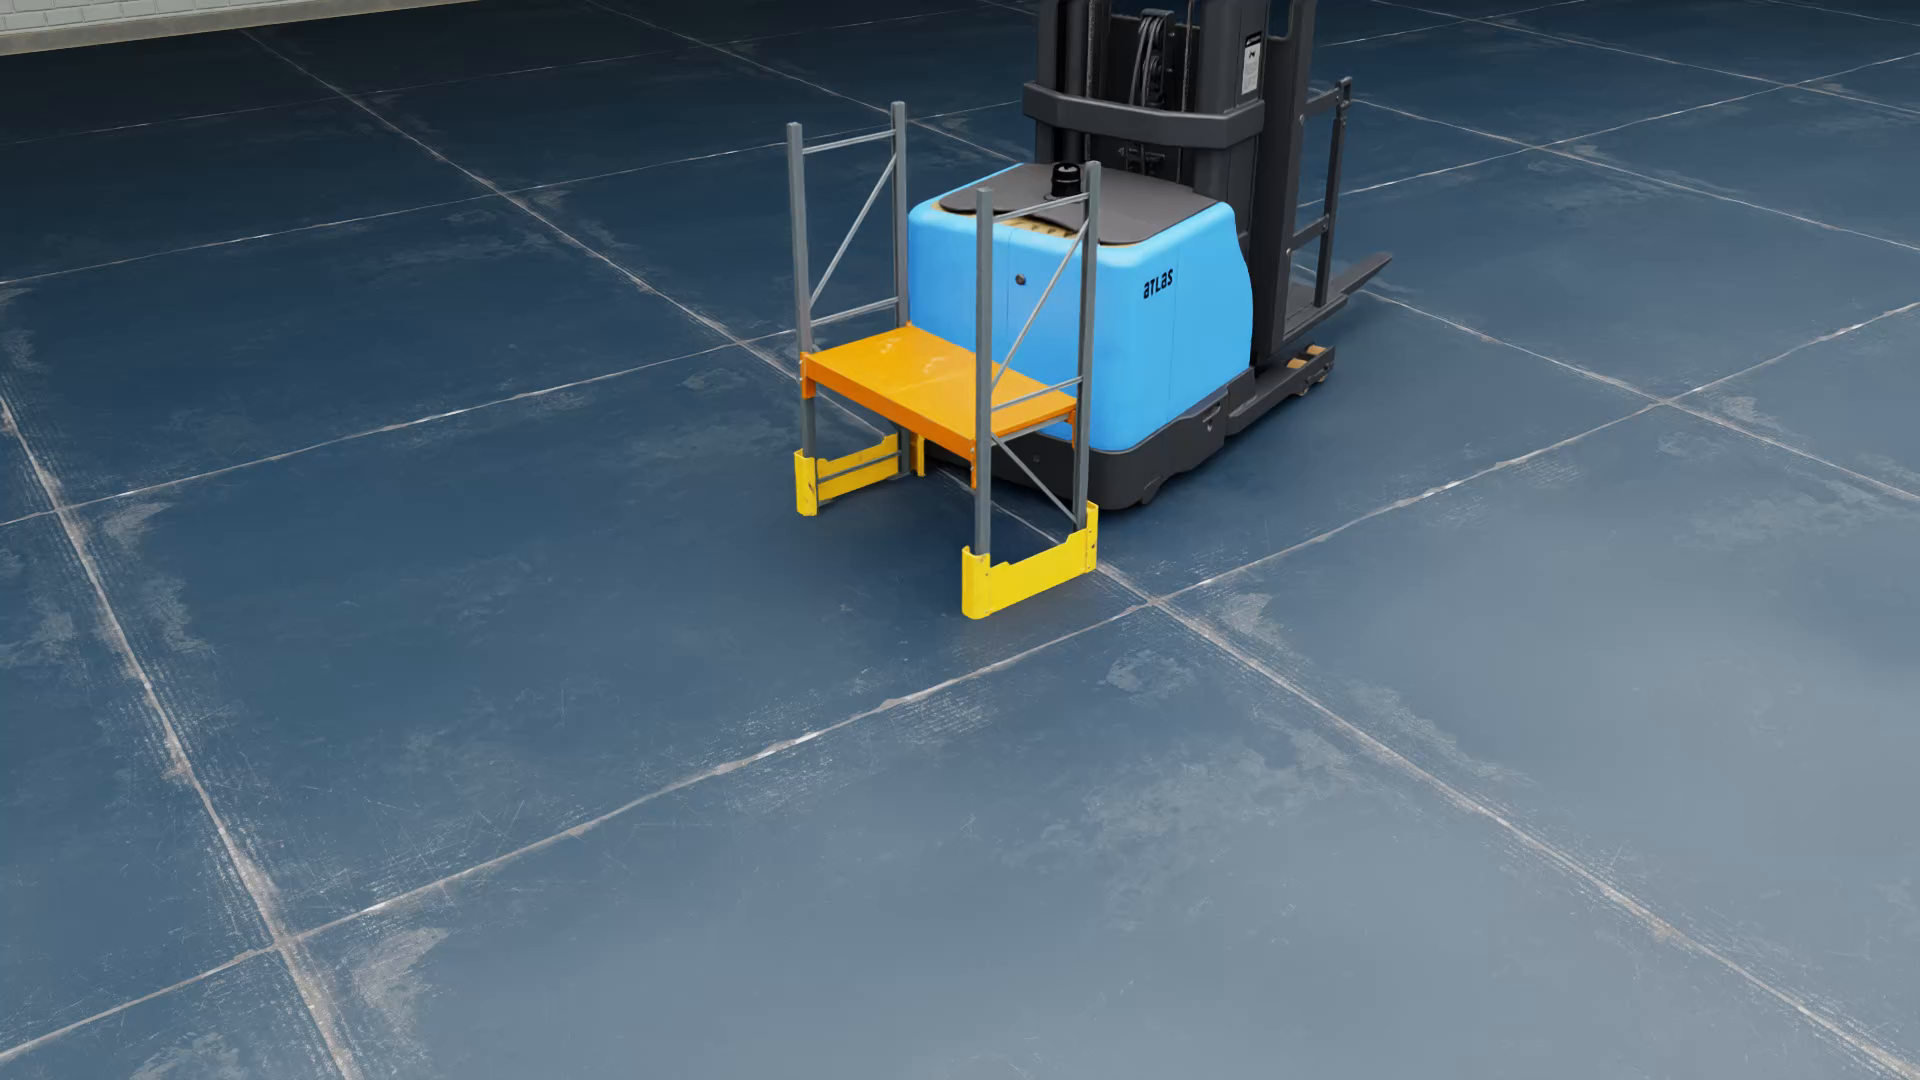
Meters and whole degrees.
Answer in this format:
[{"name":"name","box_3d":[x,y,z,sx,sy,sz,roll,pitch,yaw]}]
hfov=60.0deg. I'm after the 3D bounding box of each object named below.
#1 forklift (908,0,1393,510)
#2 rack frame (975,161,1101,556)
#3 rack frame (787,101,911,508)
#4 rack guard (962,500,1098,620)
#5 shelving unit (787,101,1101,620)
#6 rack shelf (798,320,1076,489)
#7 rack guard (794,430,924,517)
[{"name":"forklift","box_3d":[1.051,-2.052,6.957,1.130,2.935,3.031,19,34,31]},{"name":"rack frame","box_3d":[0.251,-0.482,5.567,0.500,1.500,0.032,-22,35,-34]},{"name":"rack frame","box_3d":[-0.400,-0.855,6.252,0.500,1.500,0.032,-22,35,-34]},{"name":"rack guard","box_3d":[0.251,0.066,5.866,0.587,0.250,0.087,-22,35,-34]},{"name":"shelving unit","box_3d":[-0.069,-0.665,5.903,0.587,1.500,1.083,-22,35,-34]},{"name":"rack shelf","box_3d":[-0.075,-0.510,5.995,0.538,0.185,1.000,-22,35,-34]},{"name":"rack guard","box_3d":[-0.388,-0.298,6.537,0.587,0.250,0.087,-22,35,-34]}]
